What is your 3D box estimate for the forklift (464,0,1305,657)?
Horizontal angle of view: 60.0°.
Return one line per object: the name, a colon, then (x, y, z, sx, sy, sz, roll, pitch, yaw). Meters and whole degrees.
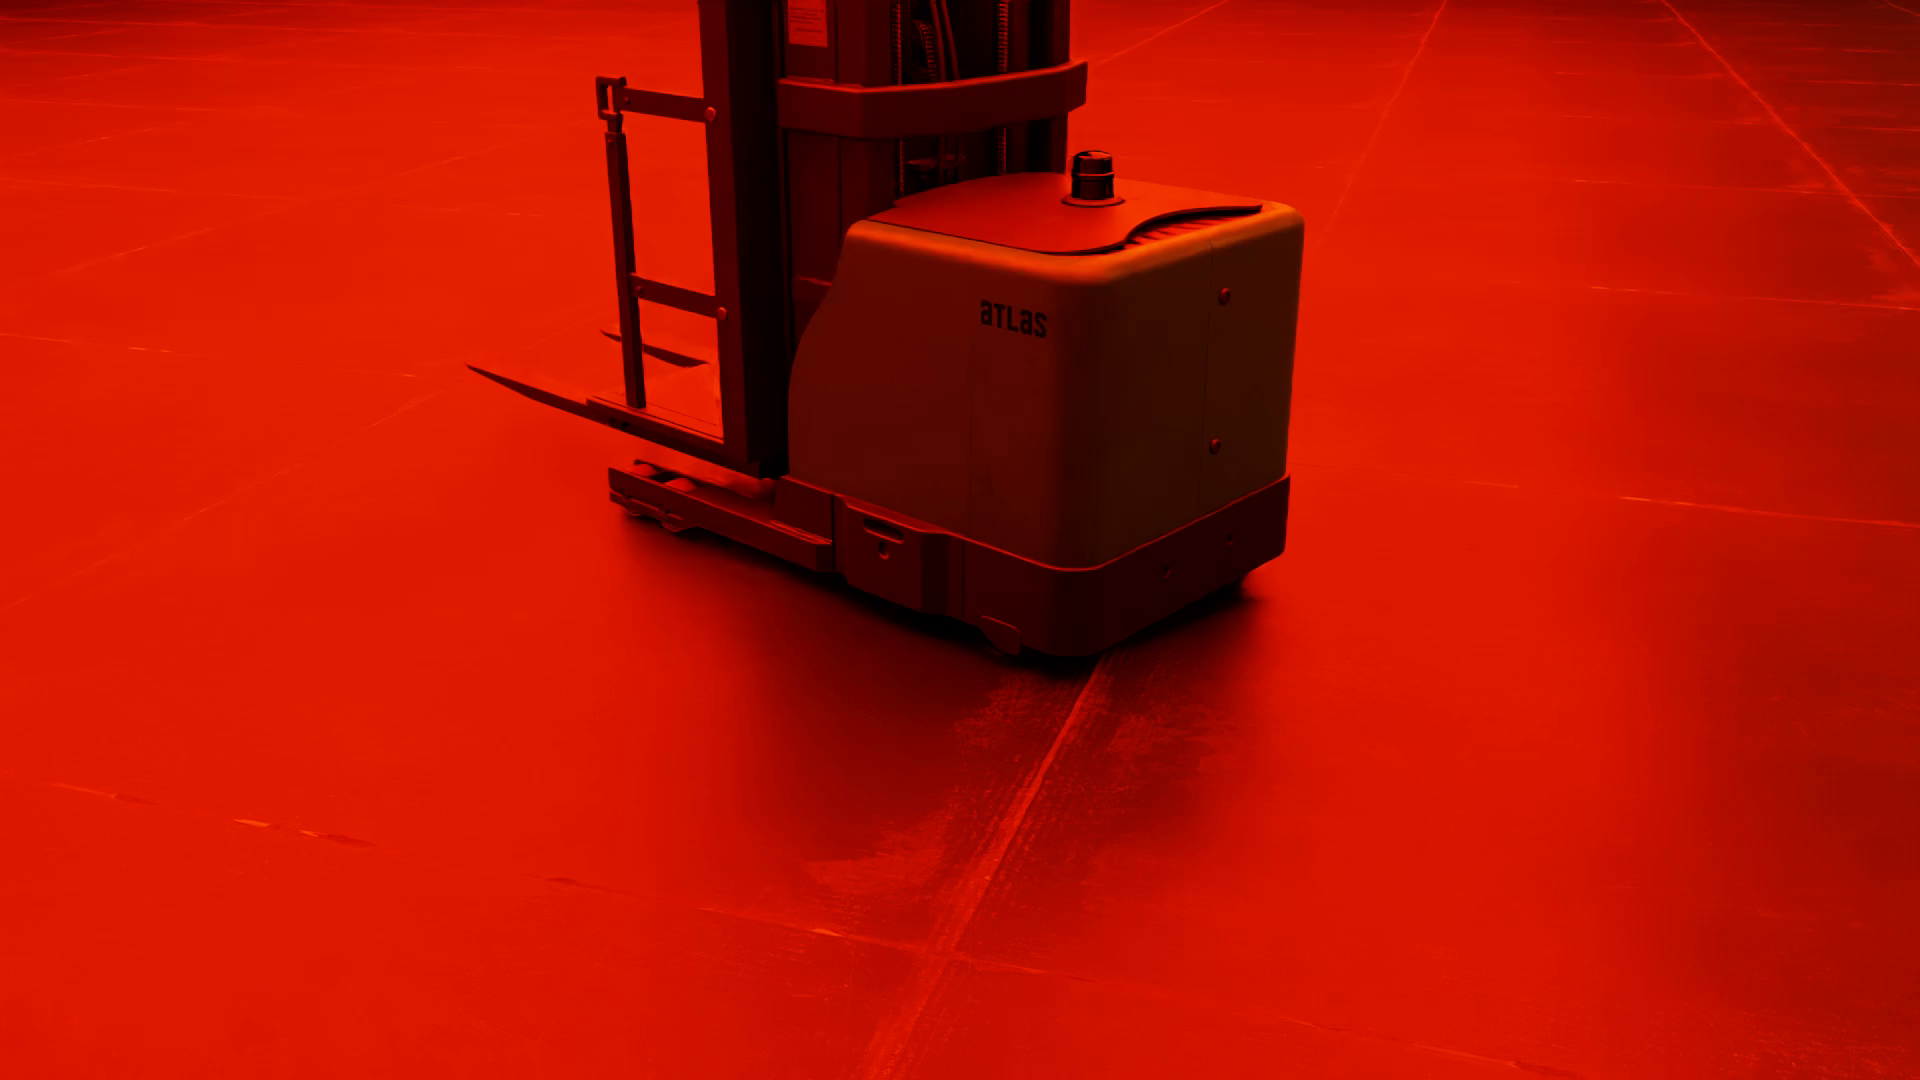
forklift: (-0.480, -1.510, 4.938, 3.031, 2.935, 1.130, 19, 29, 38)
